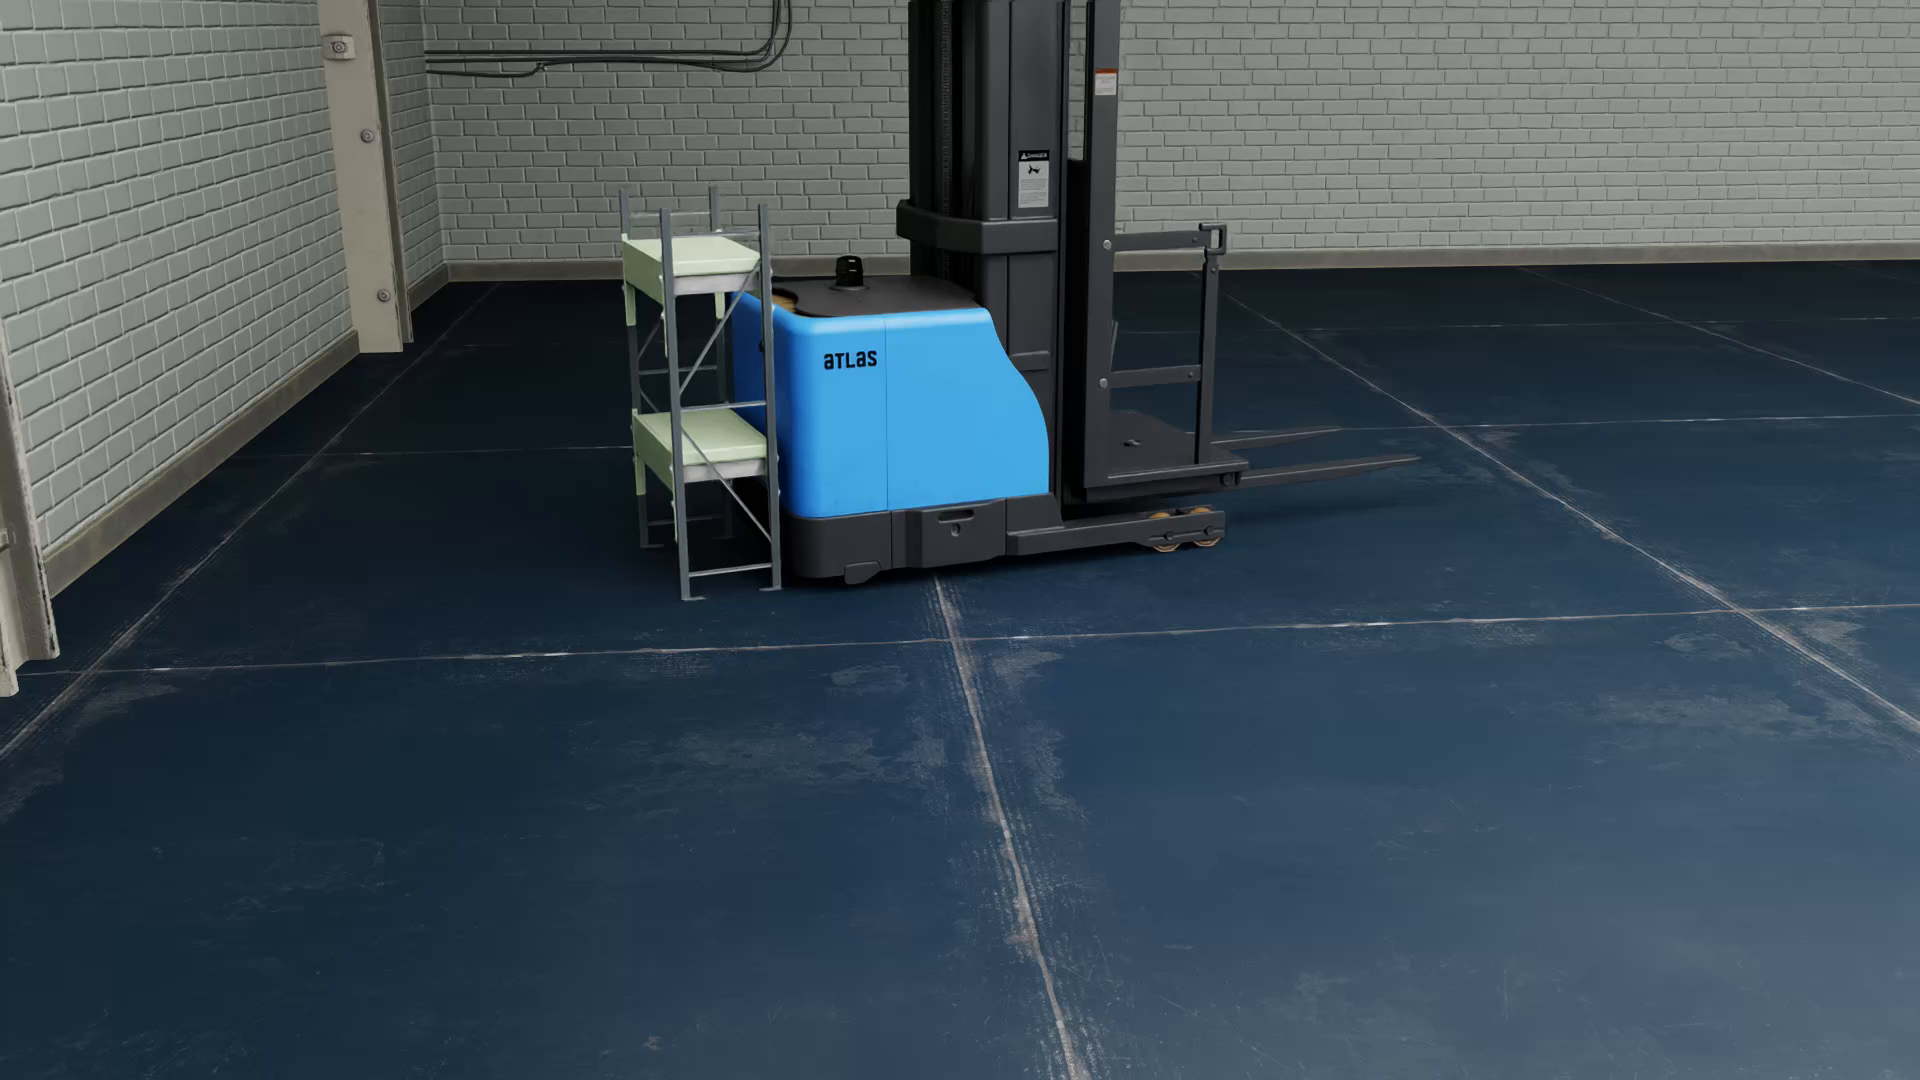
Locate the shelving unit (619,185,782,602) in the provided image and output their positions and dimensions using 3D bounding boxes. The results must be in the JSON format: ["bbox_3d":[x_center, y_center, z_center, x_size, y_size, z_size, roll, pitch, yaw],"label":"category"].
[{"bbox_3d":[-1.032,-0.602,6.590,0.431,1.500,0.755,-7,19,-21],"label":"shelving unit"}]

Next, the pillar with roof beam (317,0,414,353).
[{"bbox_3d":[0.340,-5.750,10.467,9.100,9.000,0.400,-2,18,-6],"label":"pillar with roof beam"}]

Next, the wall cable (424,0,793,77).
[{"bbox_3d":[-2.931,-5.054,13.435,3.097,2.526,0.112,-2,18,-6],"label":"wall cable"}]

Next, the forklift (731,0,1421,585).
[{"bbox_3d":[0.590,-1.485,7.014,3.031,2.935,1.130,-7,19,-21],"label":"forklift"}]

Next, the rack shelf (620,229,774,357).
[{"bbox_3d":[-1.032,-0.974,6.473,0.431,0.370,0.720,-7,19,-21],"label":"rack shelf"}]

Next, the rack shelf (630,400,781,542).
[{"bbox_3d":[-1.032,-0.291,6.688,0.431,0.370,0.720,-7,19,-21],"label":"rack shelf"}]

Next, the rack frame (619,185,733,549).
[{"bbox_3d":[-1.172,-0.703,6.913,0.400,1.500,0.023,-7,19,-21],"label":"rack frame"}]

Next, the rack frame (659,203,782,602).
[{"bbox_3d":[-0.892,-0.500,6.267,0.400,1.500,0.023,-7,19,-21],"label":"rack frame"}]
